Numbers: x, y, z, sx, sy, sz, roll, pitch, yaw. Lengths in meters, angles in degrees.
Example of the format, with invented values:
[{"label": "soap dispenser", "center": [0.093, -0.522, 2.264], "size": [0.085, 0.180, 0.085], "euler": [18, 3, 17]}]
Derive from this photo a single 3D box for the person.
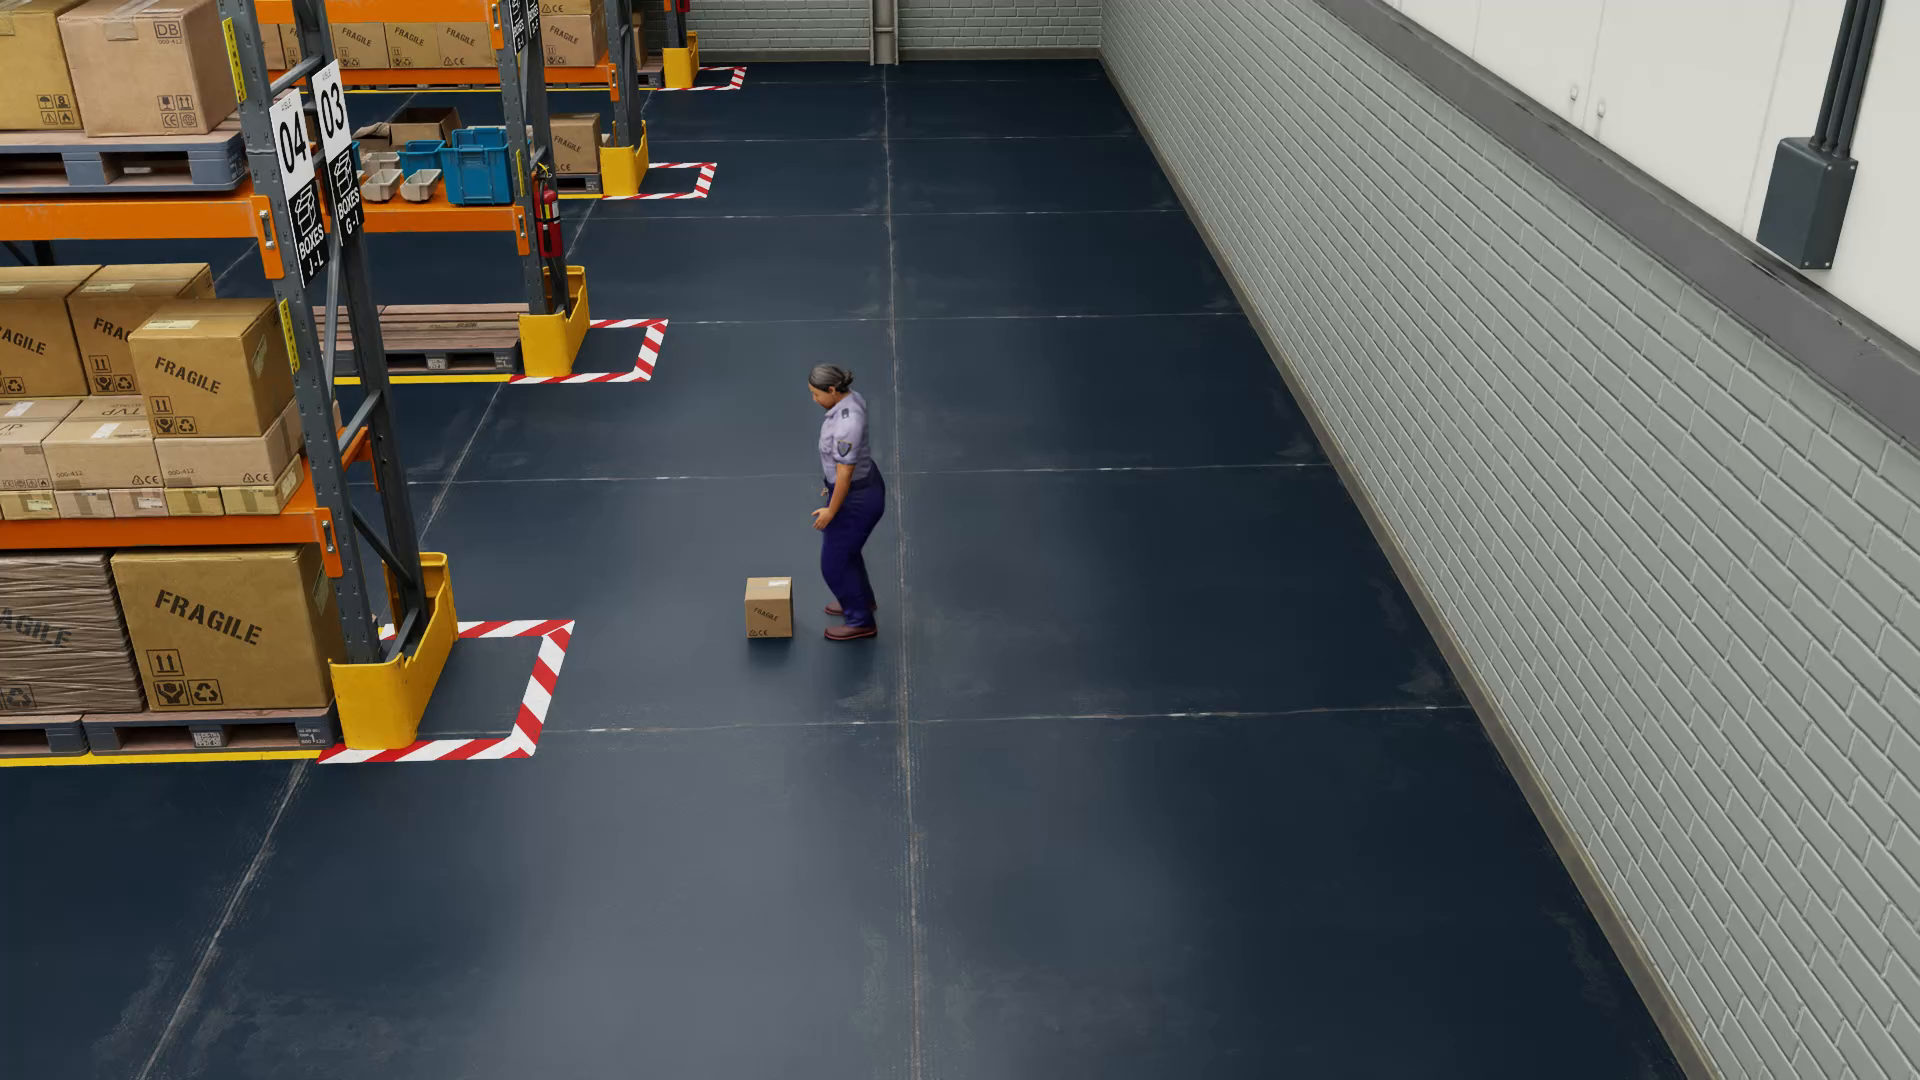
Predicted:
[{"label": "person", "center": [-0.608, -0.216, 9.105], "size": [0.397, 1.607, 0.496], "euler": [-1, 28, -1]}]
